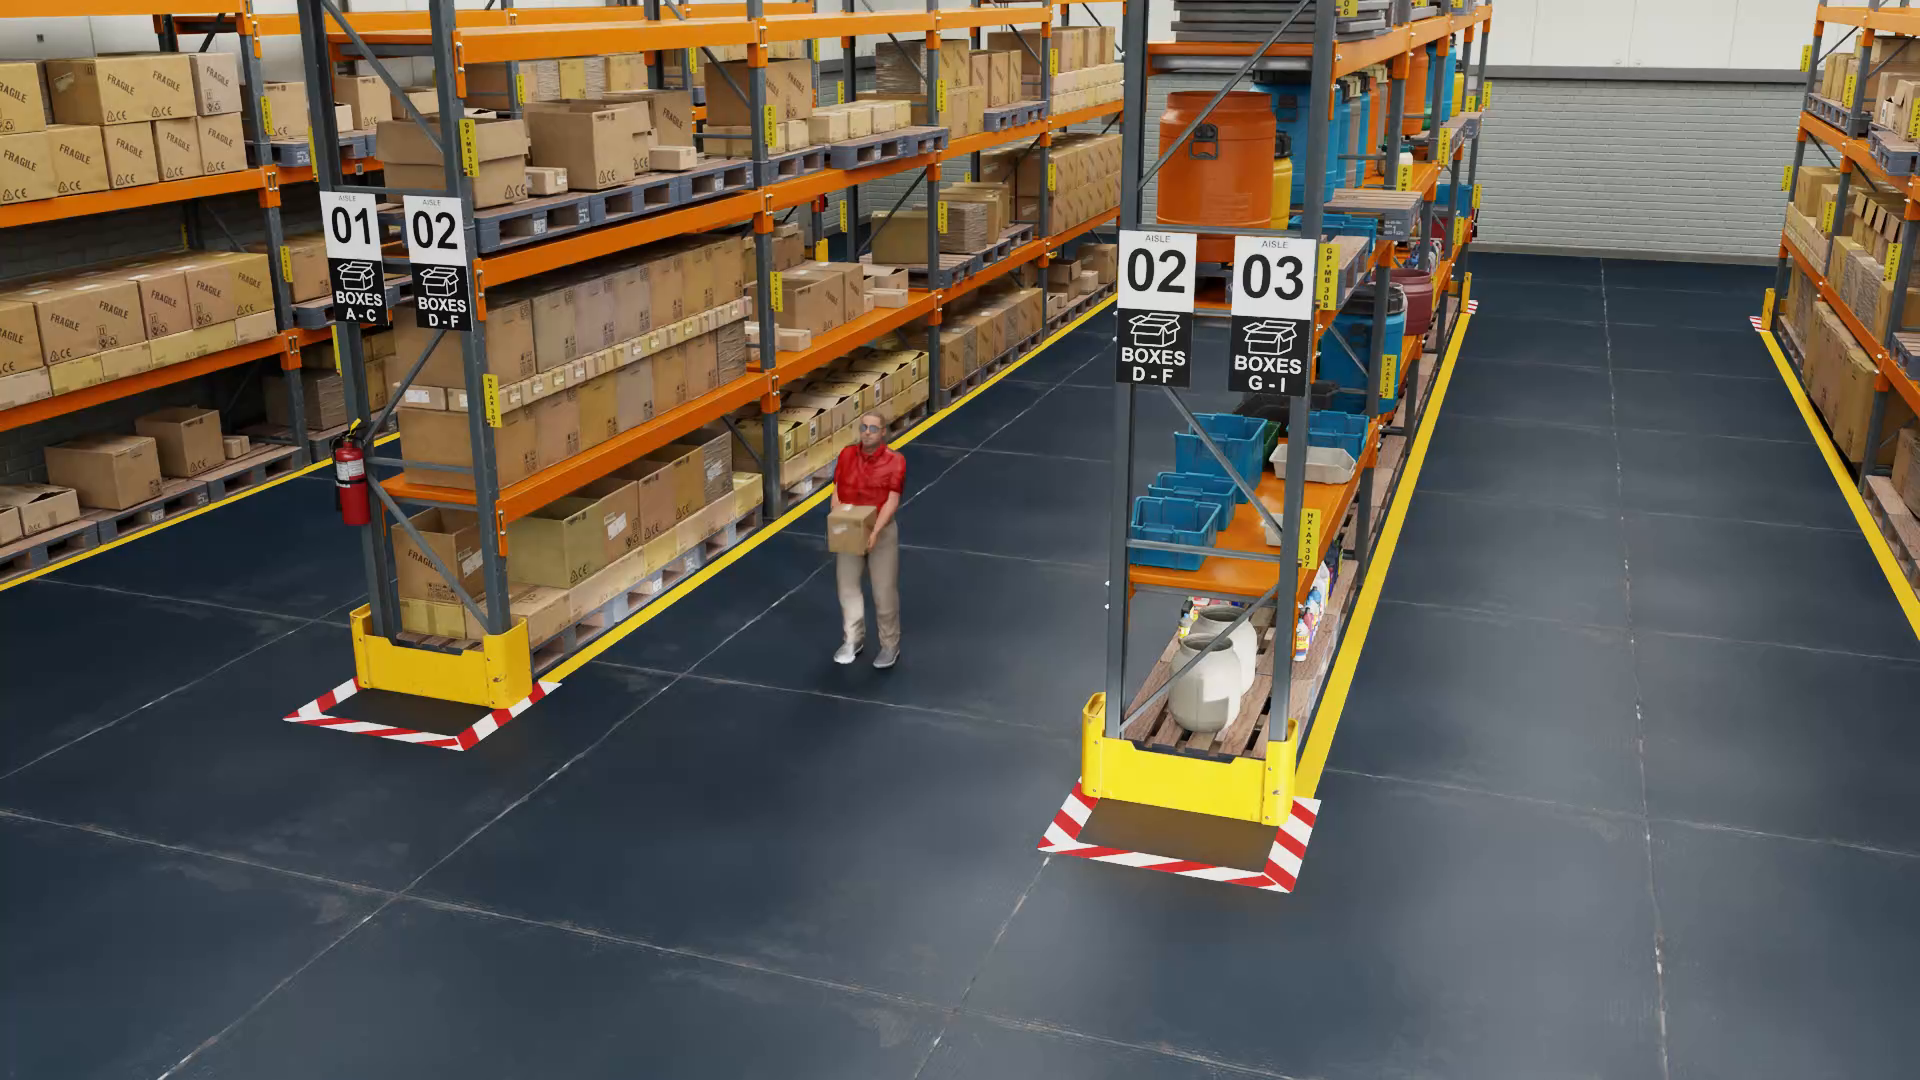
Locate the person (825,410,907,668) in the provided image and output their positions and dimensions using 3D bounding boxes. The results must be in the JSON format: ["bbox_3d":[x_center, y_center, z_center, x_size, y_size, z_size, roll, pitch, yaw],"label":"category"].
[{"bbox_3d":[-0.636,0.012,11.056,0.499,1.720,0.529,7,20,20],"label":"person"}]
